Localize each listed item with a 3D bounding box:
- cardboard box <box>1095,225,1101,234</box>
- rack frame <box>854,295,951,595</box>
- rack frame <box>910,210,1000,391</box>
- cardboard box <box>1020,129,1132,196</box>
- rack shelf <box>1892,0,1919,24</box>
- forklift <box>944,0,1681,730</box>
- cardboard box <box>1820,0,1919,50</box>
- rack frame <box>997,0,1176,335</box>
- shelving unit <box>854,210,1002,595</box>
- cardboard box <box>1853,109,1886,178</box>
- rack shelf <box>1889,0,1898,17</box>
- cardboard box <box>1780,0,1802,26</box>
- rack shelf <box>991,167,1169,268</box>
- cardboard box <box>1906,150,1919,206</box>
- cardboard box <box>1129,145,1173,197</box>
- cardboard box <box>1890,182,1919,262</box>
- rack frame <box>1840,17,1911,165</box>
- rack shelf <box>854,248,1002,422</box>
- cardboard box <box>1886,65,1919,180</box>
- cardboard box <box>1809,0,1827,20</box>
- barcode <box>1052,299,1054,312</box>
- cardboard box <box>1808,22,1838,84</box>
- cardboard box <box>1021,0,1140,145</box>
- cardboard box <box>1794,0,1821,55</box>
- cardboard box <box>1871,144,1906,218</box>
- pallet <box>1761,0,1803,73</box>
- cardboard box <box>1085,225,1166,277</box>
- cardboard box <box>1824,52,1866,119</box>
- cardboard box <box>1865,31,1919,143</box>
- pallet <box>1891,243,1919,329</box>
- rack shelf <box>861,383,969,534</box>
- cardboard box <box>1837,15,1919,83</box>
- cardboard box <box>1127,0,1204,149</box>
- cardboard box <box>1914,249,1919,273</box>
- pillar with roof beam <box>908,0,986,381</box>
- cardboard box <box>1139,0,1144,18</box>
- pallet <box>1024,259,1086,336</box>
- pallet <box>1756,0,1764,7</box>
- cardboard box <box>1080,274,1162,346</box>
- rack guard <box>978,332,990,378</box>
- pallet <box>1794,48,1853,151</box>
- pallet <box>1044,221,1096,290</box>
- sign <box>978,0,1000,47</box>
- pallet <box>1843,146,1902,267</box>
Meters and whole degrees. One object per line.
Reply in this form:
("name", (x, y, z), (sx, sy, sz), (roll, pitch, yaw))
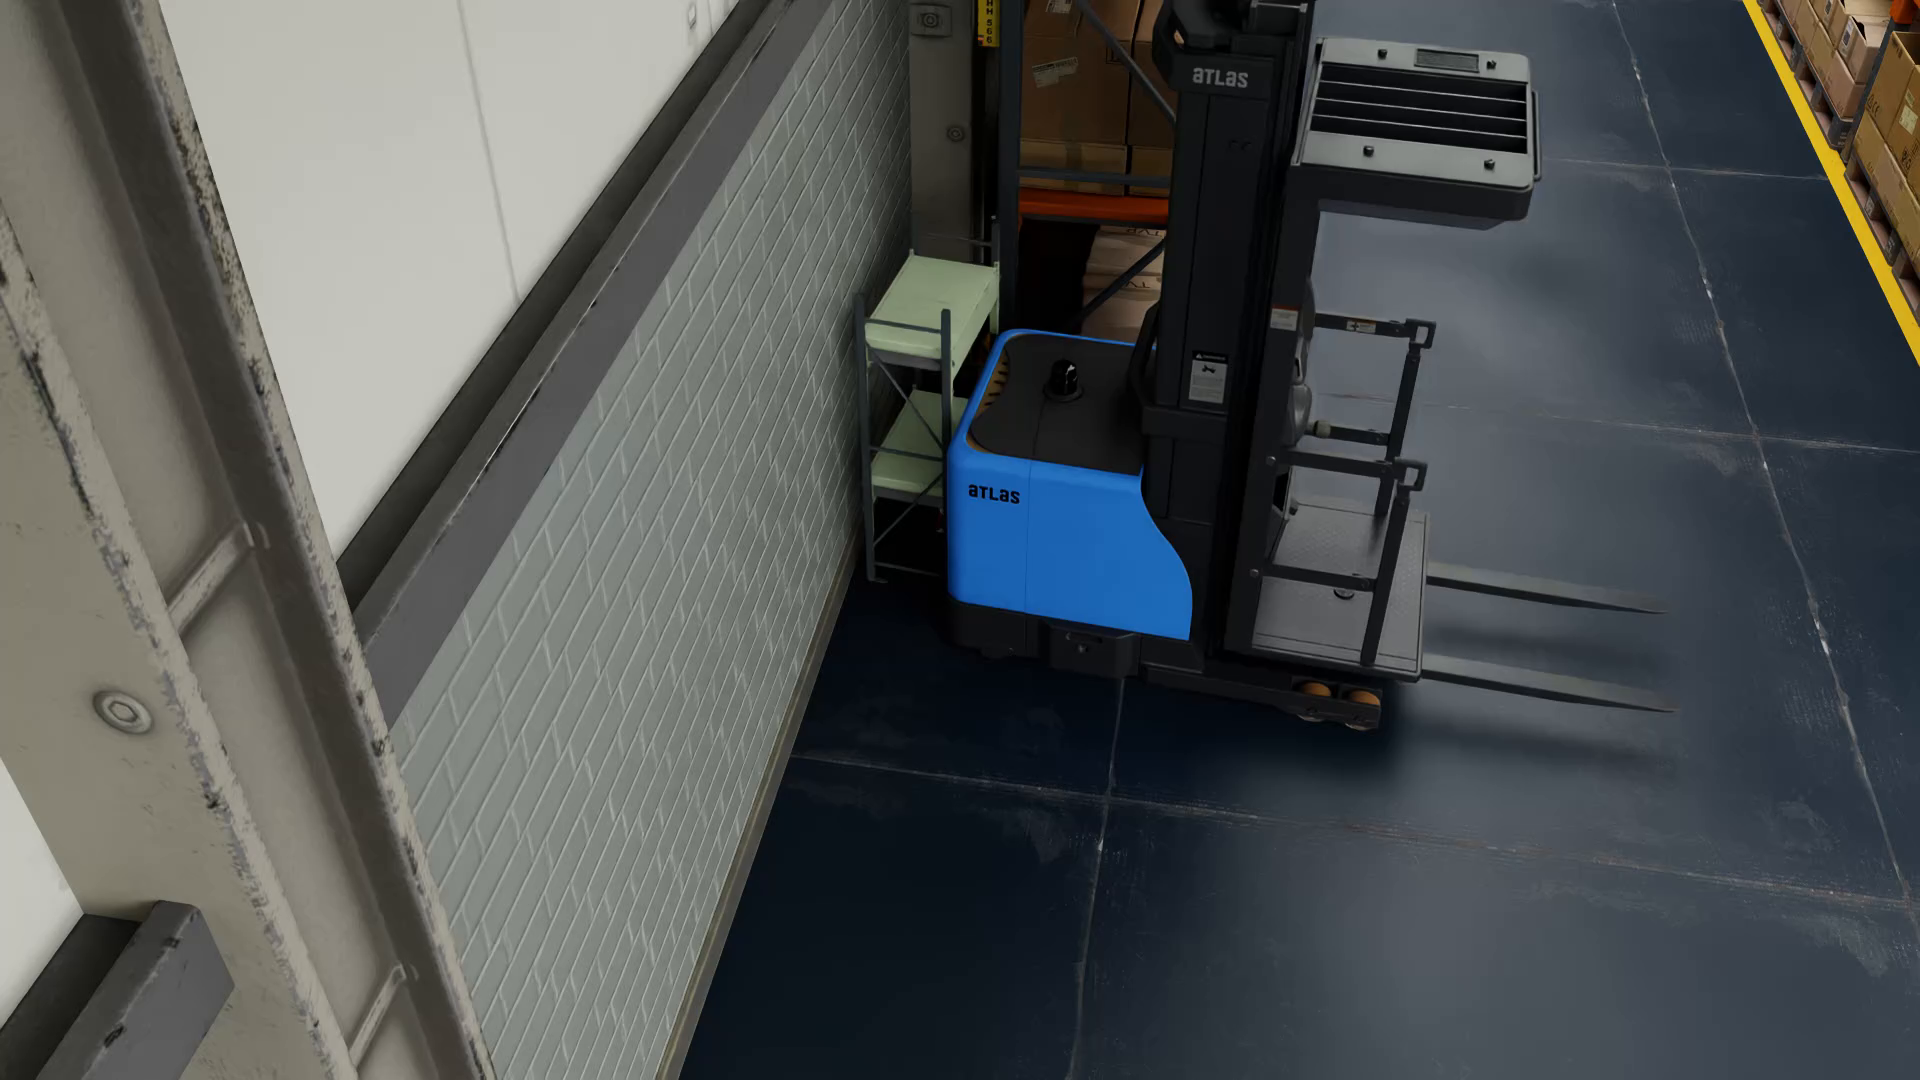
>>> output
("cardboard box", (1.153, -2.055, 9.594), (0.700, 0.500, 0.500), (4, 40, 5))
("rack frame", (-0.231, -0.366, 7.112), (0.400, 1.500, 0.023), (11, 41, 13))
("rack frame", (-0.021, -0.812, 7.652), (0.400, 1.500, 0.023), (11, 41, 13))
("cardboard box", (0.560, -1.876, 7.864), (0.500, 0.250, 0.500), (7, 40, 8))
("rack shelf", (5.896, -2.046, 8.531), (1.077, 0.370, 4.000), (6, 40, 8))
("forklift", (1.507, -0.718, 6.416), (3.031, 2.935, 1.130), (9, 40, 11))
("cardboard box", (6.114, -3.509, 11.125), (0.500, 0.311, 0.500), (7, 40, 9))
("rack frame", (0.670, -1.612, 7.442), (1.000, 3.000, 0.127), (6, 40, 8))
("shelving unit", (-0.126, -0.589, 7.382), (0.431, 1.500, 0.755), (11, 41, 13))
("cardboard box", (5.863, -2.423, 10.251), (0.500, 0.250, 0.500), (6, 40, 8))
("rack shelf", (6.588, -4.556, 11.568), (1.077, 0.370, 4.000), (6, 40, 8))
("cardboard box", (6.295, -3.930, 12.074), (0.500, 0.250, 0.500), (7, 40, 9))
("rack shelf", (1.016, -2.589, 9.189), (1.077, 0.370, 4.000), (6, 40, 8))
("cardboard box", (5.681, -2.085, 9.254), (0.500, 0.500, 0.500), (6, 40, 8))
("cardboard box", (1.067, -1.833, 7.811), (0.500, 0.250, 0.500), (5, 40, 6))
("cardboard box", (5.680, -1.796, 9.493), (0.500, 0.250, 0.500), (6, 40, 8))
("rack frame", (6.242, -3.578, 9.820), (1.000, 3.000, 0.127), (6, 40, 8))
("rack shelf", (-0.126, -0.890, 7.133), (0.431, 0.370, 0.720), (11, 41, 13))
("cardboard box", (5.775, -2.398, 9.633), (0.500, 0.500, 0.500), (6, 40, 8))
("cardboard box", (6.202, -3.822, 11.504), (0.500, 0.311, 0.500), (6, 40, 8))
("barcode", (0.488, -1.228, 8.736), (0.001, 0.075, 0.075), (6, 40, 8))
("cardboard box", (6.118, -3.290, 11.300), (0.500, 0.250, 0.500), (6, 40, 7))
("cardboard box", (0.542, -2.170, 7.631), (0.500, 0.500, 0.500), (6, 40, 7))
("cardboard box", (6.206, -3.611, 11.688), (0.500, 0.250, 0.500), (7, 40, 9))
("cardboard box", (5.772, -2.109, 9.872), (0.500, 0.250, 0.500), (6, 40, 8))
("pallet", (6.540, -3.738, 12.202), (1.003, 0.211, 1.213), (6, 40, 8))
("cardboard box", (0.977, -1.527, 9.104), (0.500, 0.311, 0.500), (10, 41, 11))
("cardboard box", (6.028, -2.972, 10.916), (0.500, 0.250, 0.500), (6, 40, 7))
("cardboard box", (5.853, -2.713, 10.014), (0.500, 0.500, 0.500), (6, 40, 8))
("pallet", (5.854, -1.241, 9.182), (1.003, 0.211, 1.213), (6, 40, 8))
("rack shelf", (-0.126, -0.338, 7.590), (0.431, 0.370, 0.720), (11, 41, 13))
("cardboard box", (6.030, -3.182, 10.730), (0.500, 0.311, 0.500), (6, 40, 8))
("cardboard box", (1.049, -2.117, 7.567), (0.500, 0.500, 0.500), (6, 40, 8))
("cardboard box", (5.599, -1.482, 9.113), (0.500, 0.250, 0.500), (6, 40, 8))
("pillar with roof beam", (4.179, -3.984, 5.603), (9.100, 9.000, 0.400), (6, 40, 8))
("cardboard box", (0.639, -2.485, 8.011), (0.500, 0.500, 0.500), (7, 40, 8))
("pallet", (0.859, -1.090, 9.000), (1.003, 0.211, 1.213), (6, 40, 8))
("pallet", (6.753, -4.501, 13.126), (1.003, 0.211, 1.213), (6, 40, 8))
("cardboard box", (0.879, -1.169, 8.672), (0.500, 0.311, 0.500), (2, 40, 3))
("rack guard", (0.683, -0.696, 8.296), (1.175, 0.500, 0.348), (6, 40, 8))
("pallet", (6.331, -2.970, 11.273), (1.003, 0.211, 1.213), (6, 40, 8))
("pallet", (1.072, -1.854, 9.923), (1.003, 0.211, 1.213), (6, 40, 8))
("sign", (0.127, -2.253, 7.062), (0.100, 0.325, 0.005), (6, 40, 8))
("pallet", (6.063, -2.009, 10.111), (1.003, 0.211, 1.213), (6, 40, 8))
